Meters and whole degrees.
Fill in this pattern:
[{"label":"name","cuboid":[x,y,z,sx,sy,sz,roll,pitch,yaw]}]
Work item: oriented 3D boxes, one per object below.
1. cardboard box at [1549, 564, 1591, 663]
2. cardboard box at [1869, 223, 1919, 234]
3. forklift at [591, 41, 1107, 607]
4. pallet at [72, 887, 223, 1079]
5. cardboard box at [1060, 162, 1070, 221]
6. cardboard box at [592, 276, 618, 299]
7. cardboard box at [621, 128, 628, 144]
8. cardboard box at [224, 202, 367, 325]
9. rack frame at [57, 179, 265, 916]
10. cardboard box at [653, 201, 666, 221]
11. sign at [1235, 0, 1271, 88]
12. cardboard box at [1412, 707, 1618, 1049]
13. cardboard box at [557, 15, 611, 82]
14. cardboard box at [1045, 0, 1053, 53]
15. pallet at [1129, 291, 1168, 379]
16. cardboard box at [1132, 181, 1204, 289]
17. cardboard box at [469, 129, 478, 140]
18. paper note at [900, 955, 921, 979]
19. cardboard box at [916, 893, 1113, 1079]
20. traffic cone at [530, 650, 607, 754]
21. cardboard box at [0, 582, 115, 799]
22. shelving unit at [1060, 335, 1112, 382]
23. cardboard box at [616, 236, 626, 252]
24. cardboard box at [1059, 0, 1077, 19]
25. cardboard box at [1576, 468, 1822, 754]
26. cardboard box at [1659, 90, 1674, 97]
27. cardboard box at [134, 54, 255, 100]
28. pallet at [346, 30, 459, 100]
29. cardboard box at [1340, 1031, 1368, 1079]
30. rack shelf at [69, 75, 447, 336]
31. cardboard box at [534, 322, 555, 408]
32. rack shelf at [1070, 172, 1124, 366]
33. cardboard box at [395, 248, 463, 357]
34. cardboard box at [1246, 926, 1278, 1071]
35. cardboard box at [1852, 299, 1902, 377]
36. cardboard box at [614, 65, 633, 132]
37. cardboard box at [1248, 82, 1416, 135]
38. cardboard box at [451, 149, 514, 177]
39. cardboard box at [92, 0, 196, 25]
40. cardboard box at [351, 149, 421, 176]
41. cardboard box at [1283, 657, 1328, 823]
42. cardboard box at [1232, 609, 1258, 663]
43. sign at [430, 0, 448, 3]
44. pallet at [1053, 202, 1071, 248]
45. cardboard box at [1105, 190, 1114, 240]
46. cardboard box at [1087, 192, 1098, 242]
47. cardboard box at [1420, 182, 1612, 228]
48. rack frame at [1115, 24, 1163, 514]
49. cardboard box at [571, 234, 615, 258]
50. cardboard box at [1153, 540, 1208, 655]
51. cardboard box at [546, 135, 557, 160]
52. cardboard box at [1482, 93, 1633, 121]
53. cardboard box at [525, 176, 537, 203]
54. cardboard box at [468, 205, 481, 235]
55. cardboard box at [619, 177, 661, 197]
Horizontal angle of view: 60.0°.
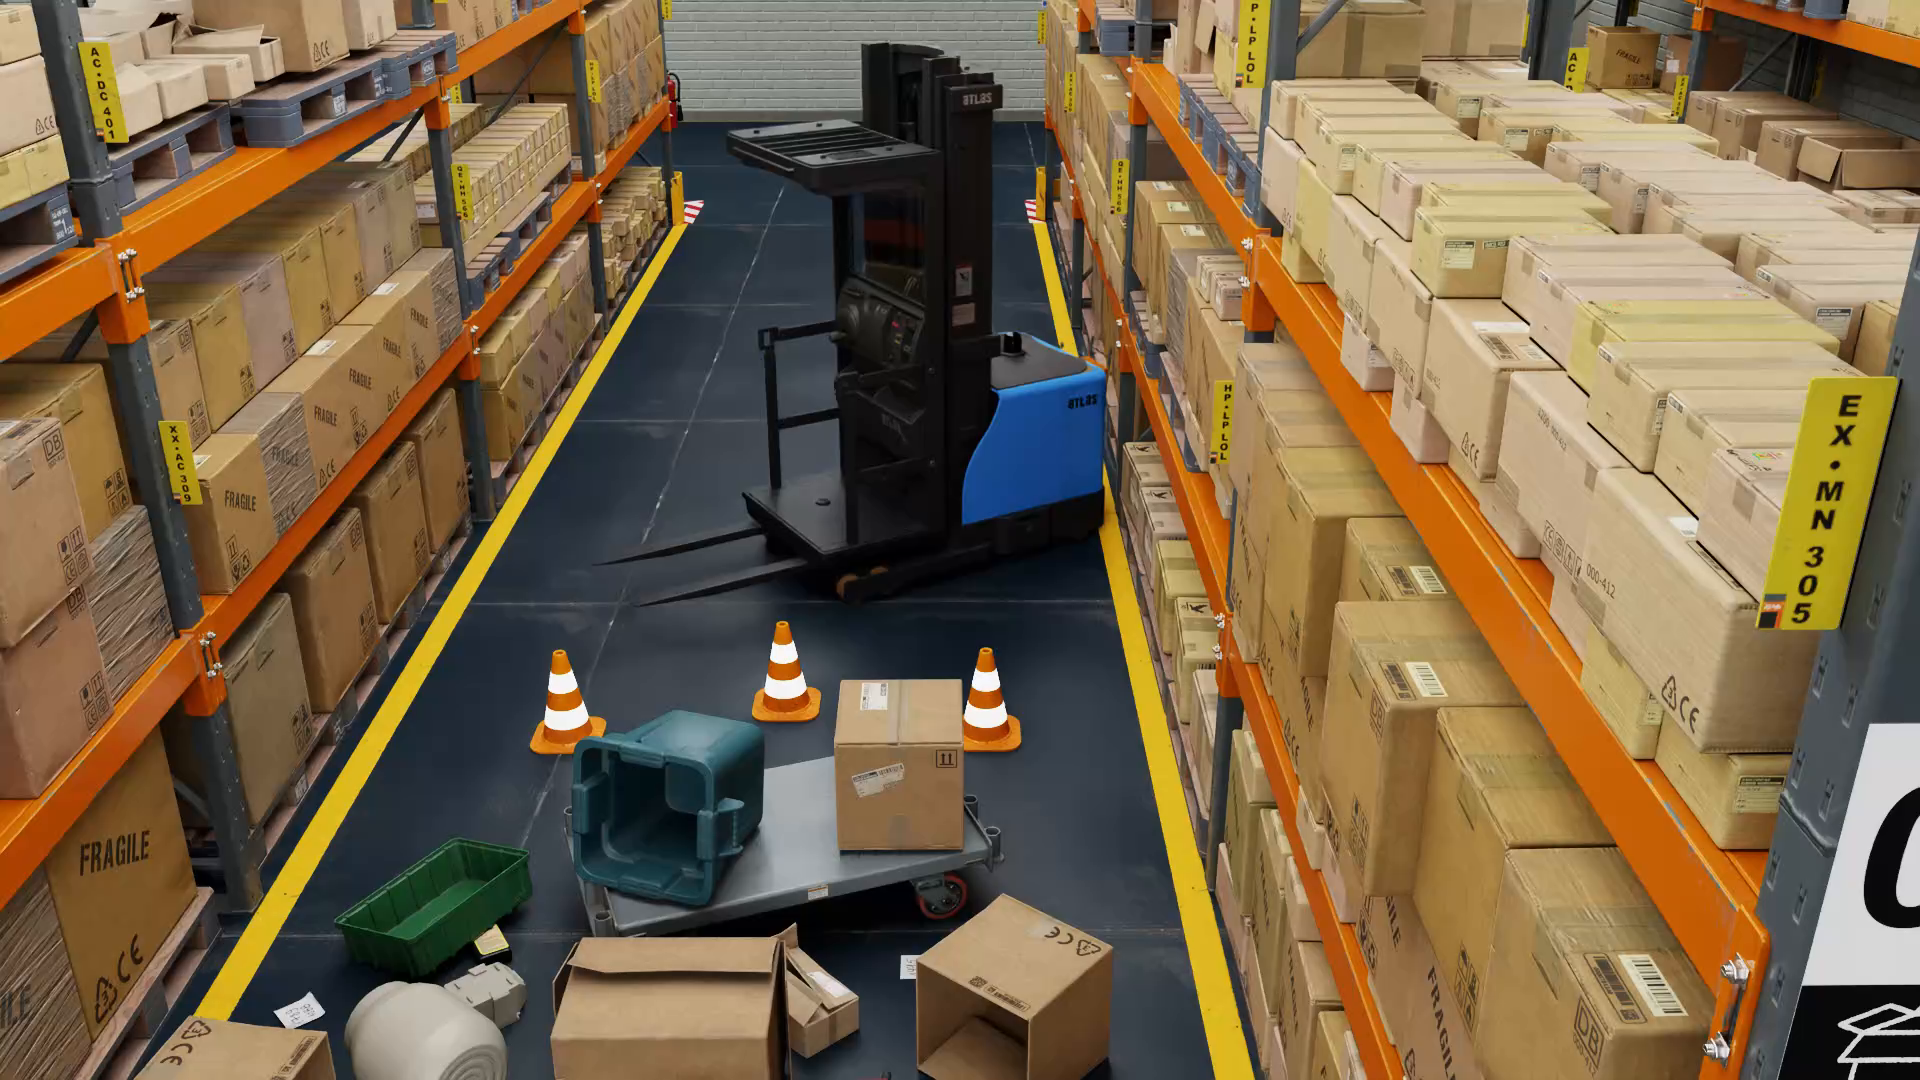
[{"label":"cardboard box","cuboid":[1.297,0.127,2.994,0.380,0.149,0.250,0,24,1]},{"label":"cardboard box","cuboid":[6.070,-1.929,10.671,0.380,0.149,0.250,0,24,0]},{"label":"forklift","cuboid":[-0.635,-1.221,9.393,3.031,2.935,1.130,-14,28,-28]},{"label":"pallet","cuboid":[-3.477,1.737,6.154,1.003,0.211,1.213,0,24,-1]},{"label":"cardboard box","cuboid":[1.518,-3.608,17.188,0.875,0.438,0.875,-1,24,-2]},{"label":"cardboard box","cuboid":[-3.177,-2.188,14.397,0.380,0.149,0.250,-1,24,-3]},{"label":"cardboard box","cuboid":[-3.233,-3.690,15.074,0.380,0.149,0.250,1,24,2]},{"label":"cardboard box","cuboid":[-3.441,-1.392,8.353,0.700,0.500,0.500,-1,24,-1]},{"label":"rack frame","cuboid":[-3.407,0.153,6.272,1.000,3.000,0.127,0,24,-1]},{"label":"cardboard box","cuboid":[-3.220,-3.363,16.996,0.380,0.149,0.250,0,24,1]},{"label":"sign","cuboid":[0.987,-1.689,5.599,0.100,0.325,0.005,0,24,-1]},{"label":"cardboard box","cuboid":[1.363,0.682,3.406,0.700,0.500,0.500,0,24,0]},{"label":"cardboard box","cuboid":[-3.277,-4.181,14.159,0.500,0.500,0.500,-1,24,-2]},{"label":"cardboard box","cuboid":[1.131,-5.158,16.680,0.500,0.500,0.500,-1,24,-2]},{"label":"pallet","cuboid":[1.612,-1.179,9.449,1.213,0.211,1.003,0,24,-1]},{"label":"cardboard box","cuboid":[1.271,-1.745,9.477,0.500,0.500,0.500,-1,24,-2]},{"label":"cardboard box","cuboid":[-3.945,-3.085,12.866,0.380,0.149,0.250,-1,24,-2]},{"label":"paper note","cuboid":[-0.159,1.668,6.526,0.148,0.019,0.142,0,24,-1]},{"label":"cardboard box","cuboid":[0.193,1.674,5.939,0.500,0.500,0.500,19,30,35]},{"label":"traffic cone","cuboid":[-1.912,0.749,8.032,0.336,0.463,0.334,0,24,-1]},{"label":"cardboard box","cuboid":[-3.362,0.463,5.405,0.875,0.550,0.550,0,24,-1]},{"label":"shelving unit","cuboid":[0.748,-0.771,10.651,0.252,1.050,0.215,-16,37,-31]},{"label":"cardboard box","cuboid":[-3.289,-2.751,15.282,0.380,0.149,0.250,1,24,2]},{"label":"cardboard box","cuboid":[1.112,-4.866,15.247,0.380,0.149,0.250,-1,24,-2]},{"label":"cardboard box","cuboid":[1.310,0.093,2.584,0.500,0.250,0.500,-1,24,-1]},{"label":"cardboard box","cuboid":[6.666,-3.923,15.106,0.500,0.250,0.500,0,24,1]},{"label":"cardboard box","cuboid":[-3.162,-1.915,6.878,0.380,0.149,0.250,0,24,-1]},{"label":"pallet","cuboid":[-3.391,-2.511,8.752,1.213,0.211,1.003,1,24,2]},{"label":"cardboard box","cuboid":[1.244,1.469,4.492,0.380,0.149,0.250,1,24,2]},{"label":"rack shelf","cuboid":[-3.429,-1.710,7.625,1.077,0.370,4.000,0,24,-1]},{"label":"cardboard box","cuboid":[-3.223,-1.259,11.918,0.500,0.500,0.500,-1,24,-2]},{"label":"rack shelf","cuboid":[1.476,-2.056,12.029,1.077,0.370,4.000,0,24,-1]},{"label":"cardboard box","cuboid":[-3.177,-1.357,9.489,0.500,0.500,0.500,0,24,-1]},{"label":"cardboard box","cuboid":[1.295,1.614,5.867,0.500,0.250,0.500,1,24,2]},{"label":"cardboard box","cuboid":[1.897,-0.337,3.052,0.380,0.149,0.250,0,24,-1]},{"label":"cardboard box","cuboid":[-3.230,-3.942,14.843,0.500,0.500,0.500,-1,24,-2]},{"label":"cardboard box","cuboid":[1.390,-1.641,6.271,0.500,0.250,0.500,-1,24,-2]},{"label":"cardboard box","cuboid":[-3.278,-2.576,11.380,0.380,0.149,0.250,0,24,1]},{"label":"cardboard box","cuboid":[-3.652,-2.341,7.624,0.500,0.311,0.500,-1,24,-1]},{"label":"cardboard box","cuboid":[-3.926,-2.576,11.380,0.380,0.149,0.250,1,24,2]},{"label":"cardboard box","cuboid":[1.289,0.504,5.014,0.500,0.500,0.500,0,24,-1]},{"label":"cardboard box","cuboid":[1.224,0.334,6.175,0.380,0.149,0.250,0,24,-1]},{"label":"sign","cuboid":[-2.896,-3.133,9.174,0.100,0.325,0.005,0,24,-1]},{"label":"pallet","cuboid":[1.498,-3.256,17.194,1.003,0.211,1.213,0,24,-1]},{"label":"cardboard box","cuboid":[1.229,-2.129,10.892,0.500,0.250,0.500,-1,24,-2]},{"label":"cardboard box","cuboid":[1.188,-2.326,11.936,0.500,0.250,0.500,-1,24,-1]},{"label":"cardboard box","cuboid":[1.318,-0.755,3.977,0.380,0.149,0.250,0,24,0]},{"label":"rack frame","cuboid":[1.498,-1.560,10.058,1.000,3.000,0.127,0,24,-1]},{"label":"cardboard box","cuboid":[-3.235,-2.564,14.507,0.380,0.149,0.250,1,24,2]},{"label":"cardboard box","cuboid":[1.513,0.296,8.635,0.950,0.372,0.625,1,24,1]},{"label":"cardboard box","cuboid":[-3.289,-2.982,12.639,0.380,0.149,0.250,1,24,2]},{"label":"cardboard box","cuboid":[1.843,-1.290,5.160,0.380,0.149,0.250,-1,24,-2]},{"label":"cardboard box","cuboid":[-3.275,-2.521,11.980,0.380,0.149,0.250,1,24,2]},{"label":"cardboard box","cuboid":[-3.260,-2.020,10.510,0.380,0.149,0.250,1,24,2]},{"label":"cardboard box","cuboid":[-3.204,-3.529,16.640,0.380,0.149,0.250,-1,24,-2]}]
